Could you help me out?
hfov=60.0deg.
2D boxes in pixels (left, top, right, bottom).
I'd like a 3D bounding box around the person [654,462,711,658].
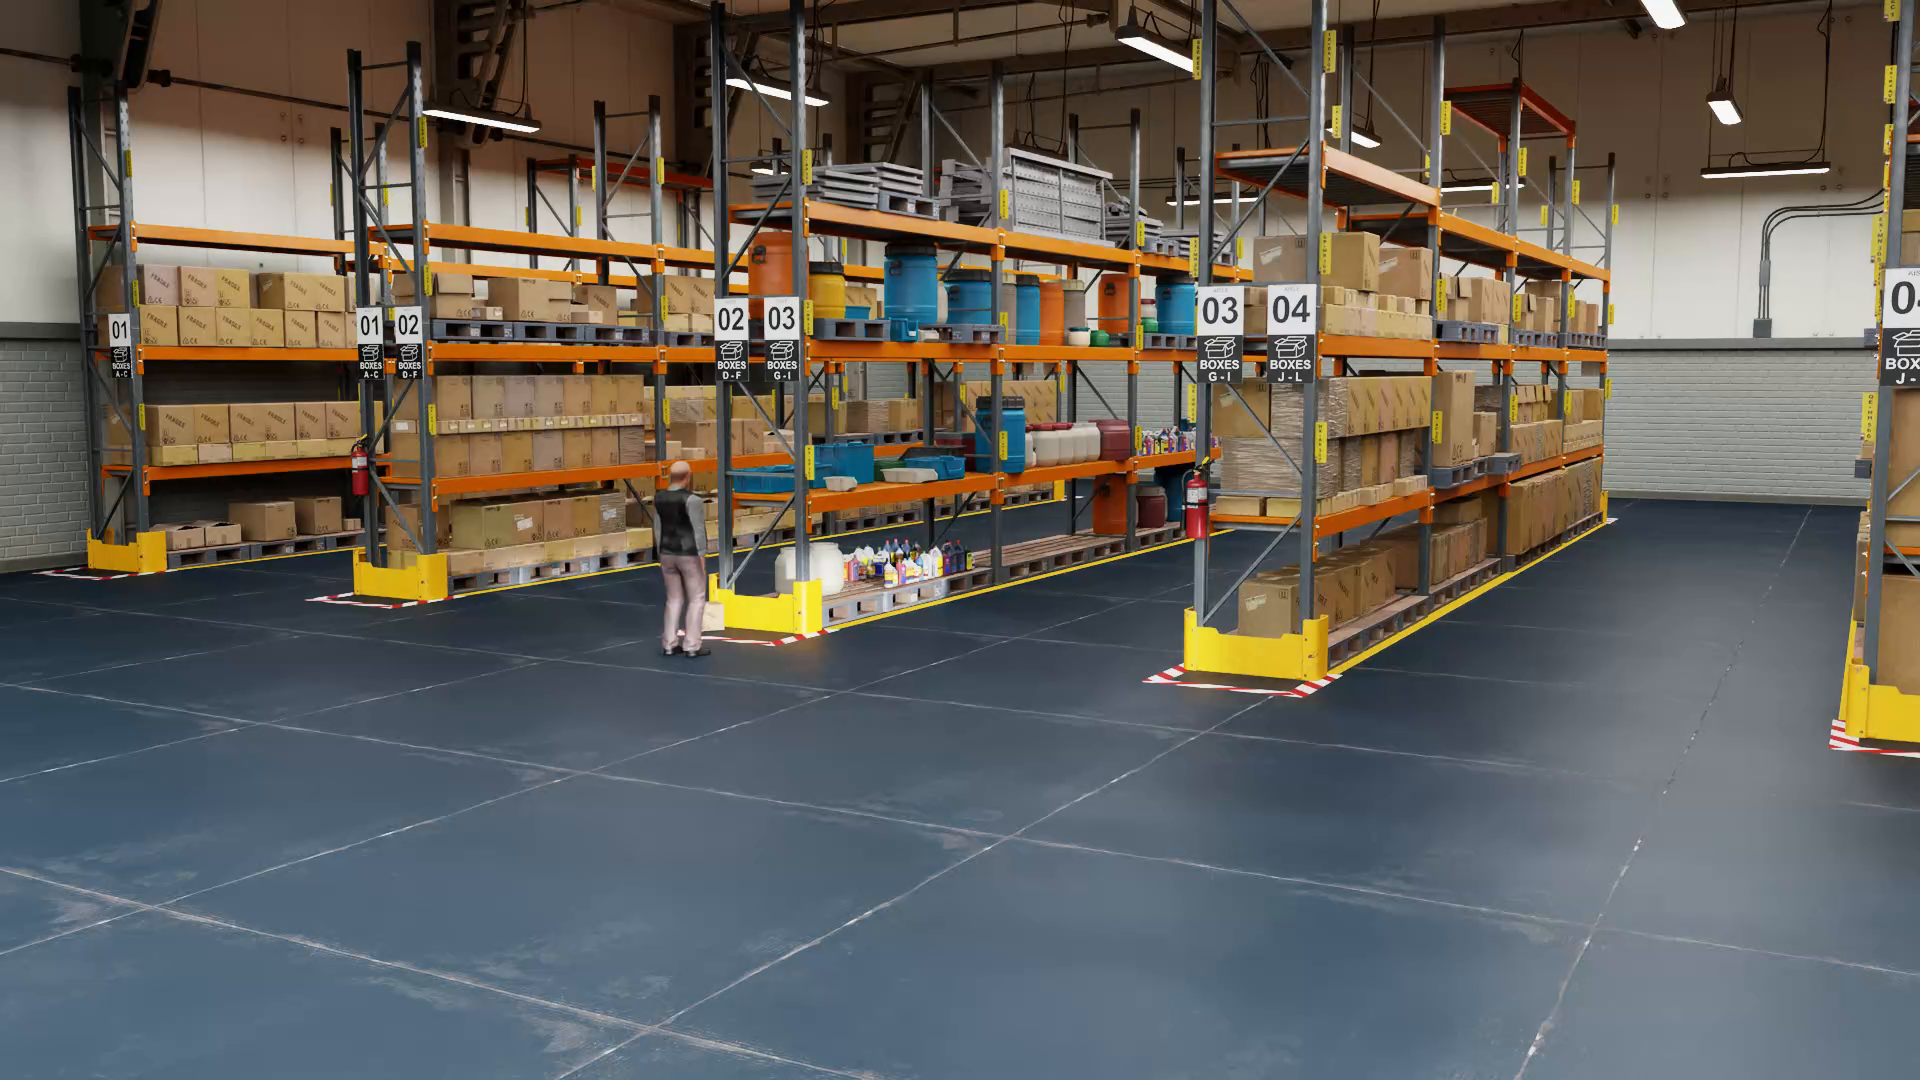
[{"bbox_3d":[-2.459,0.168,14.683,0.534,1.714,0.355,3,7,30],"label":"person"}]
